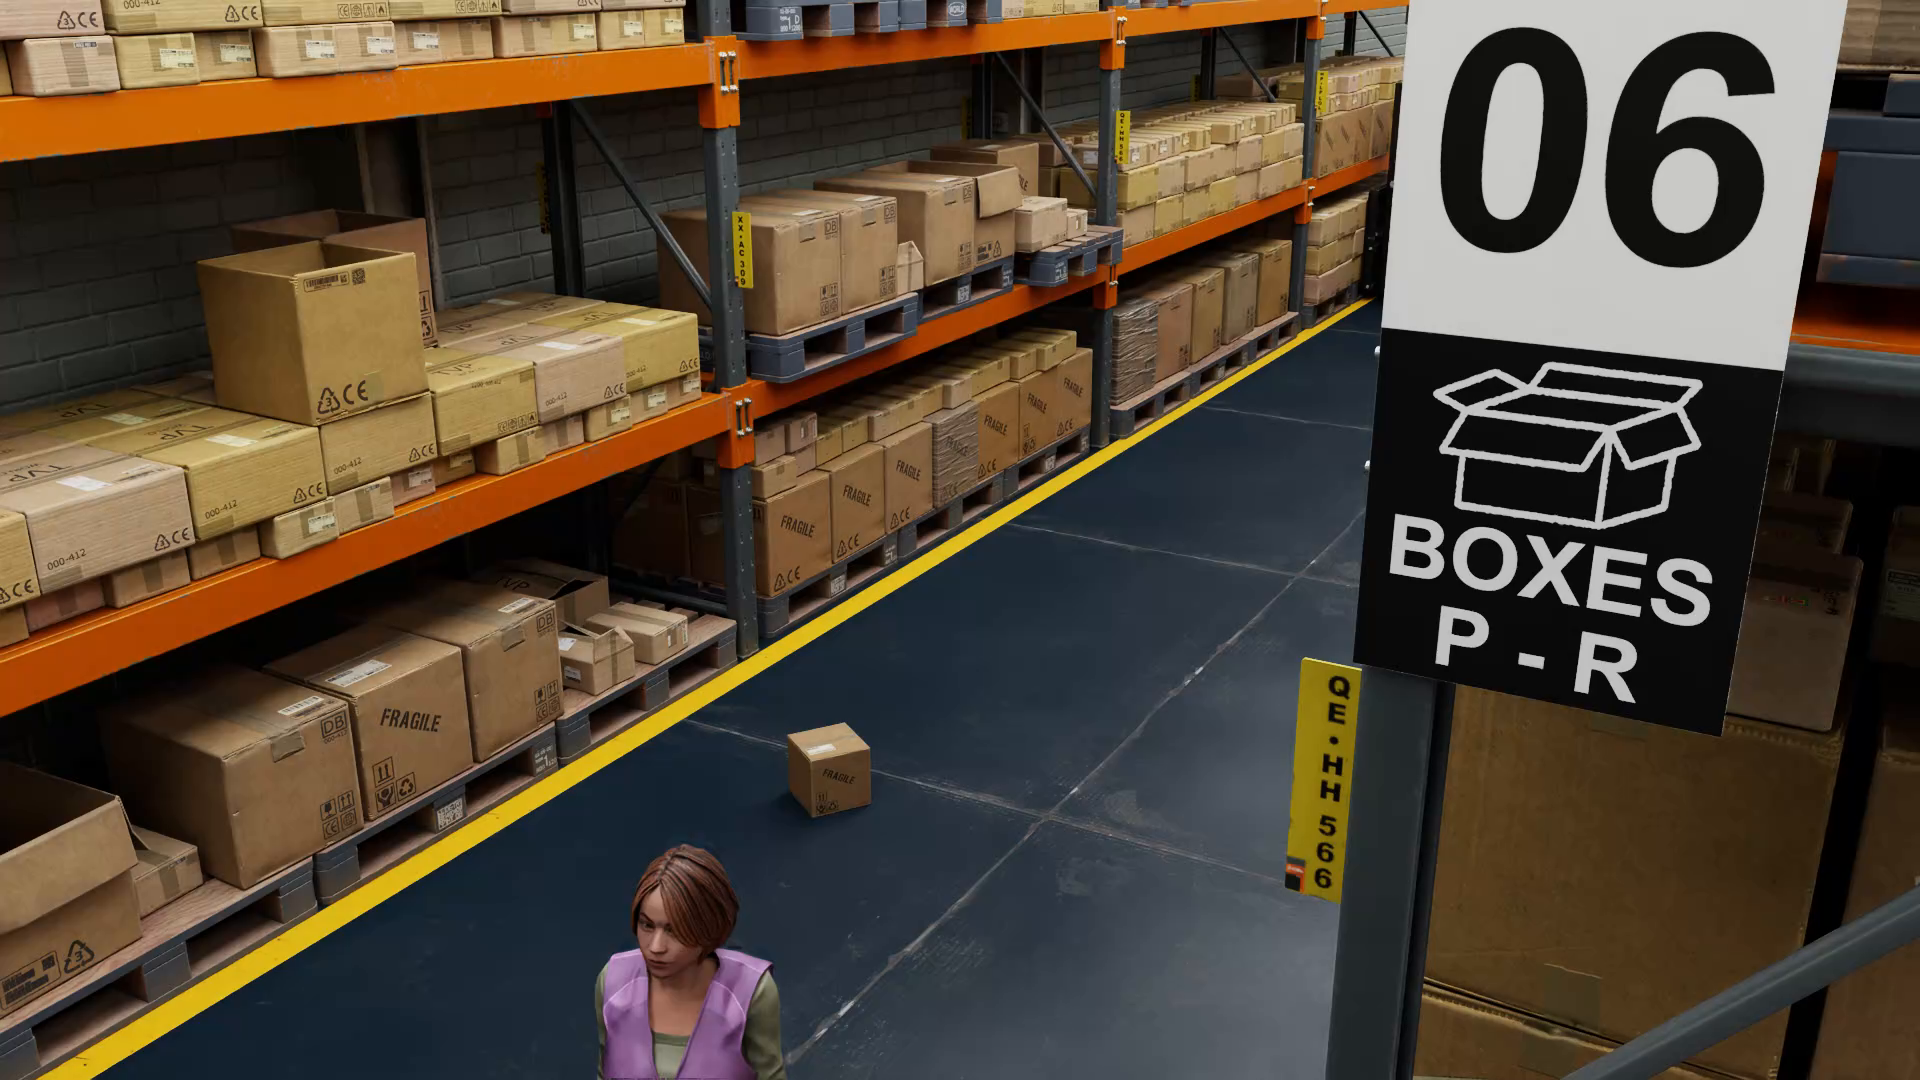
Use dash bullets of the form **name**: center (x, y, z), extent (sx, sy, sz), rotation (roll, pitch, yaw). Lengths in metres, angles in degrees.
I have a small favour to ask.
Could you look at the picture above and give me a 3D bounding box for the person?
- **person**: center (-0.521, 1.370, 3.289), extent (0.414, 1.638, 0.628), rotation (1, 20, 1)
